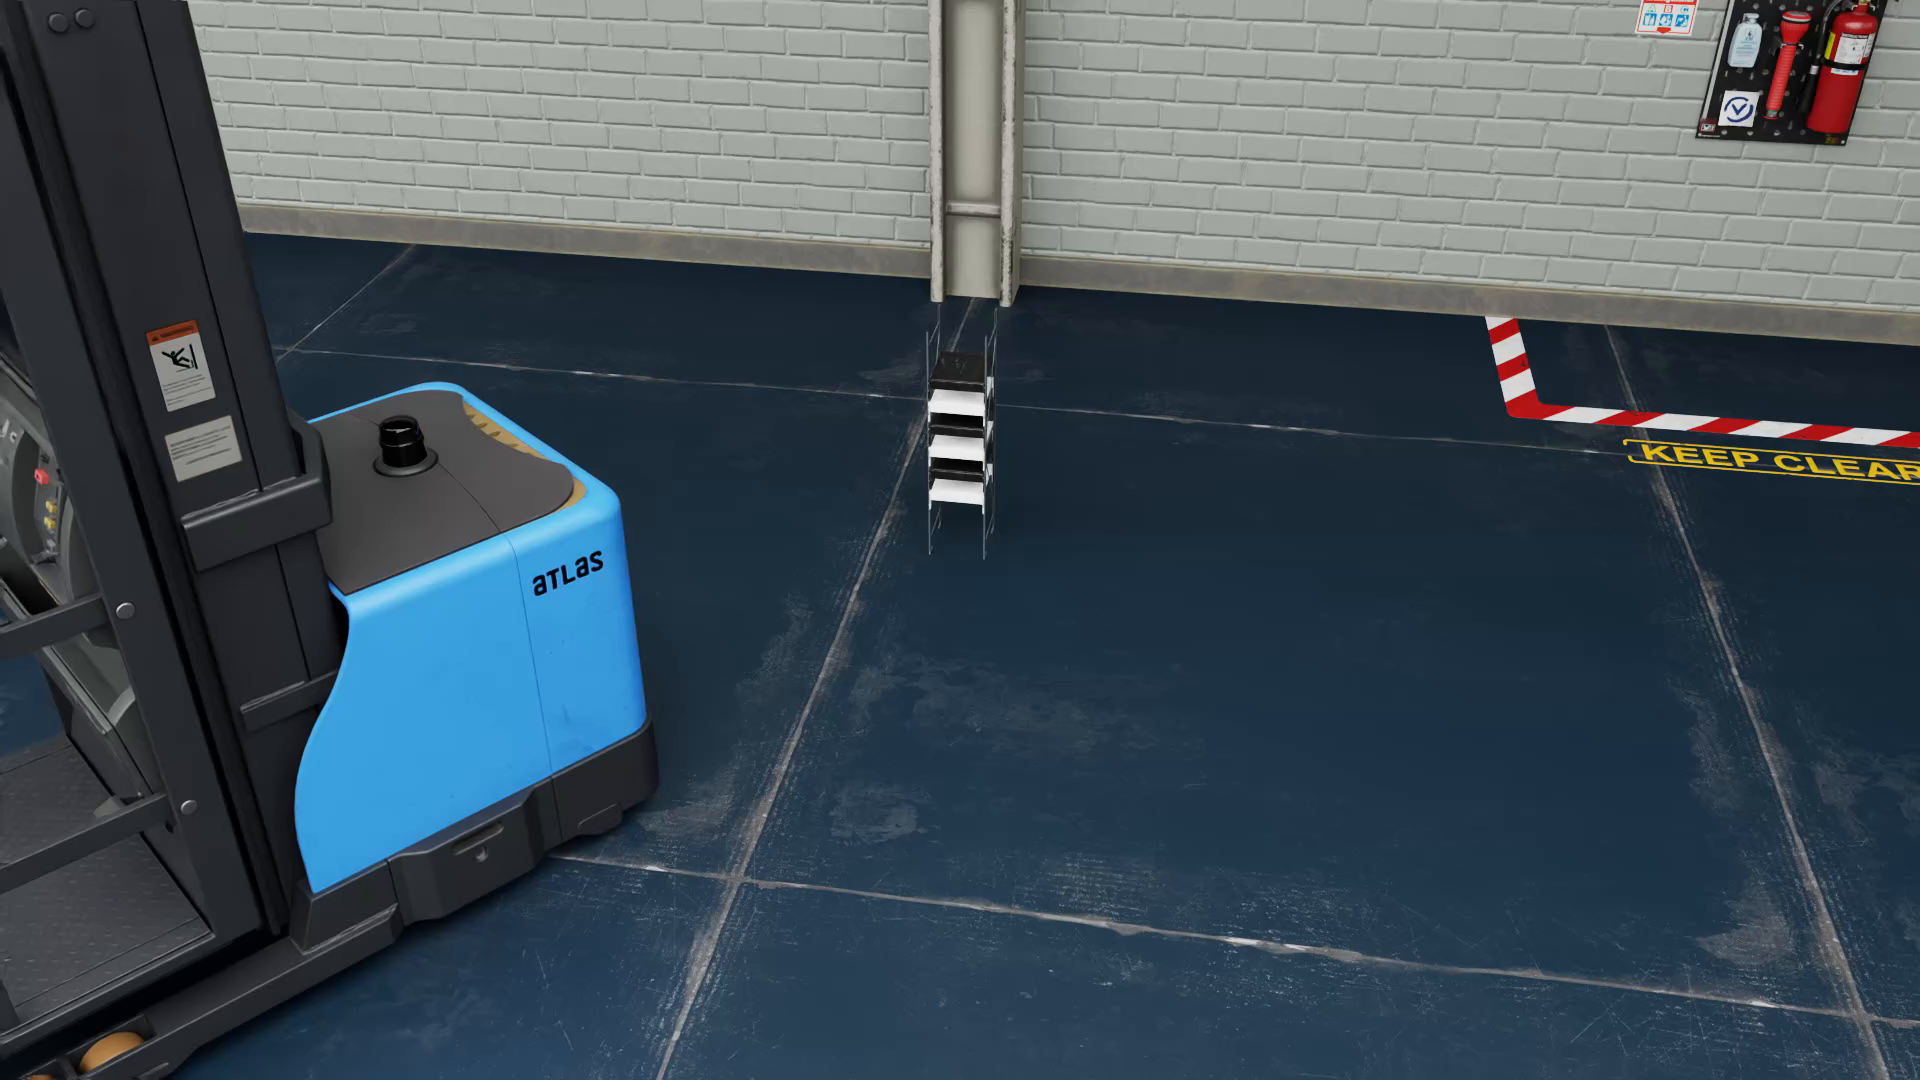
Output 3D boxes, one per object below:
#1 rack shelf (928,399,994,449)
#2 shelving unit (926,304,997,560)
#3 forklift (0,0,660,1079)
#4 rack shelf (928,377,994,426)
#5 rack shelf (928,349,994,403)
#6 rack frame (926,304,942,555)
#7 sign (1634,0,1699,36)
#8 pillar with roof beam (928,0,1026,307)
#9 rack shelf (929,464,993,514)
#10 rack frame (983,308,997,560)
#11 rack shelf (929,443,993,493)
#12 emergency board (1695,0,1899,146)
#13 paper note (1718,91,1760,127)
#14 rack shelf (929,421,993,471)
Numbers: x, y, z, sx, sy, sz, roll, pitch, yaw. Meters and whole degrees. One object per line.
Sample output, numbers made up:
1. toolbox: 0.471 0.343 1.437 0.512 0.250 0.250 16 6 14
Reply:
1. rack shelf: 0.008 -0.429 5.980 0.200 0.077 0.258 5 32 8
2. shelving unit: 0.008 -0.381 6.010 0.210 0.900 0.258 5 32 8
3. forklift: -2.321 -0.115 3.671 3.031 2.935 1.130 -26 40 -35
4. rack shelf: 0.008 -0.505 5.932 0.200 0.077 0.258 5 32 8
5. rack shelf: 0.008 -0.581 5.884 0.200 0.077 0.258 5 32 8
6. rack frame: -0.092 -0.390 6.025 0.006 0.900 0.240 5 32 8
7. sign: 3.036 -2.322 7.099 0.234 0.329 0.001 5 32 8
8. pillar with roof beam: -0.645 -2.790 2.226 0.400 9.000 9.100 5 32 8
9. rack shelf: 0.008 -0.200 6.123 0.200 0.077 0.258 5 32 8
10. rack frame: 0.108 -0.372 5.996 0.006 0.900 0.240 5 32 8
11. rack shelf: 0.008 -0.276 6.076 0.200 0.077 0.258 5 32 8
12. emergency board: 3.564 -2.204 6.944 0.643 1.169 0.194 5 32 8
13. paper note: 3.401 -1.882 7.260 0.142 0.148 0.016 5 32 8
14. rack shelf: 0.008 -0.352 6.028 0.200 0.077 0.258 5 32 8
